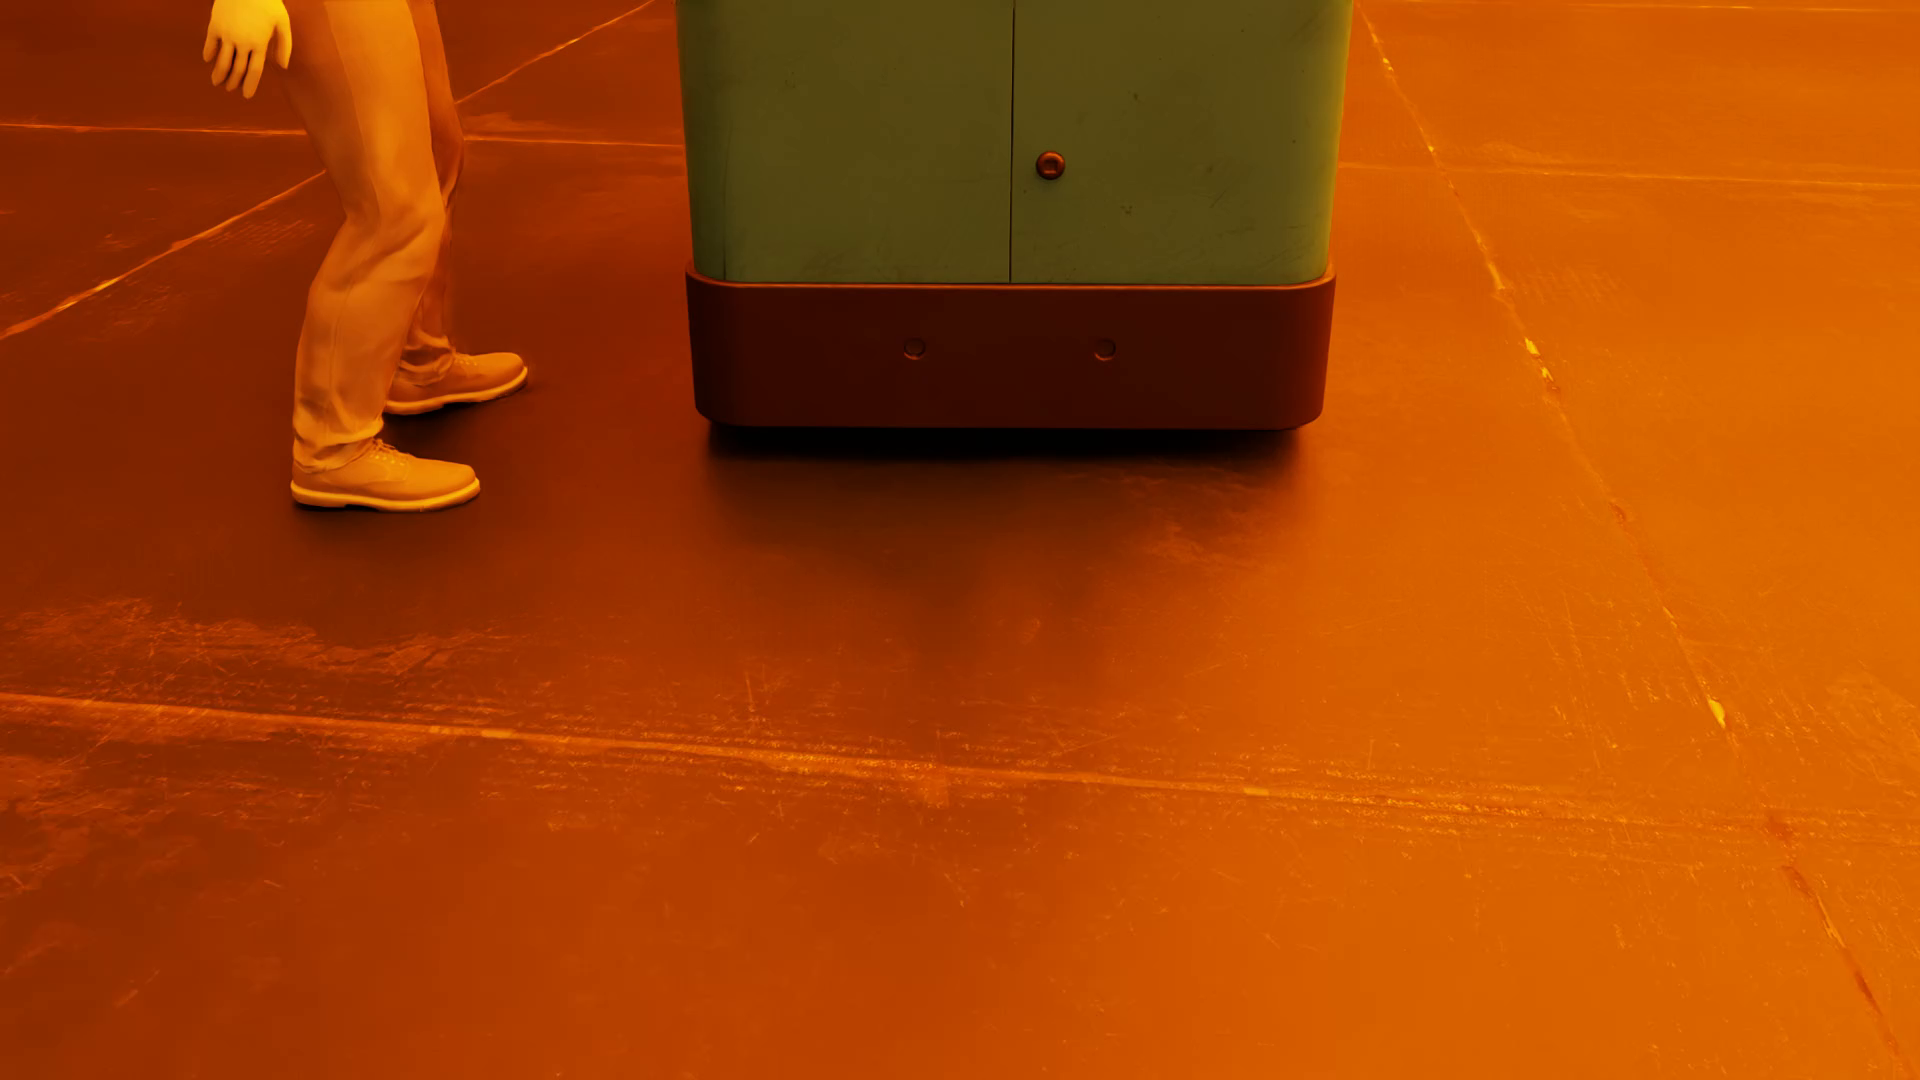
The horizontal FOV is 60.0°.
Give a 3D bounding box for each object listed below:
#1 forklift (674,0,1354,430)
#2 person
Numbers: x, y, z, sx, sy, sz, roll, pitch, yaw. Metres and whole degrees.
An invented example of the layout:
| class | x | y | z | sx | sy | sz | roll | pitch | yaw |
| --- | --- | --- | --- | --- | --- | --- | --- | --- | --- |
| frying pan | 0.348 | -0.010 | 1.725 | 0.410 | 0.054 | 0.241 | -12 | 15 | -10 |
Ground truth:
| class | x | y | z | sx | sy | sz | roll | pitch | yaw |
| --- | --- | --- | --- | --- | --- | --- | --- | --- | --- |
| forklift | 0.104 | -2.103 | 3.433 | 1.130 | 2.935 | 3.031 | 0 | 27 | 1 |
| person | -0.894 | -0.856 | 2.392 | 0.373 | 1.640 | 0.774 | -5 | 27 | -11 |
